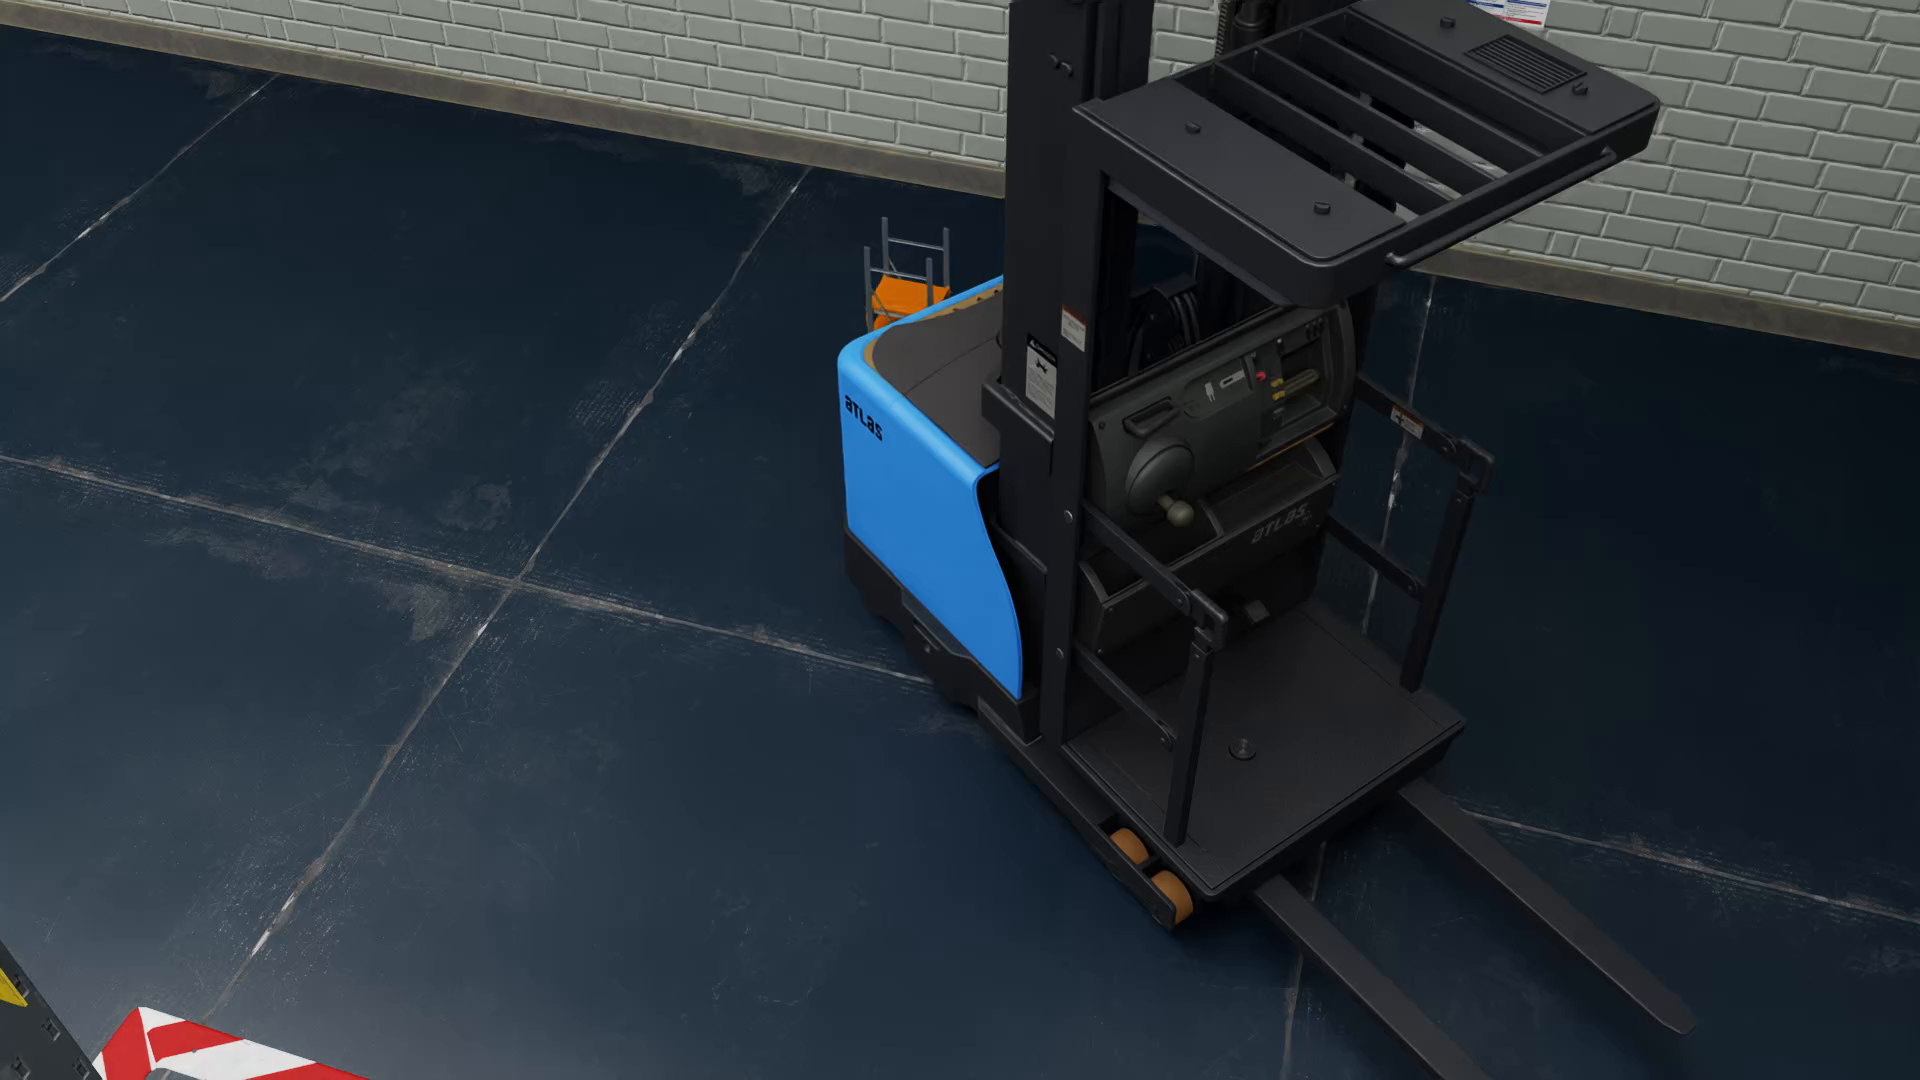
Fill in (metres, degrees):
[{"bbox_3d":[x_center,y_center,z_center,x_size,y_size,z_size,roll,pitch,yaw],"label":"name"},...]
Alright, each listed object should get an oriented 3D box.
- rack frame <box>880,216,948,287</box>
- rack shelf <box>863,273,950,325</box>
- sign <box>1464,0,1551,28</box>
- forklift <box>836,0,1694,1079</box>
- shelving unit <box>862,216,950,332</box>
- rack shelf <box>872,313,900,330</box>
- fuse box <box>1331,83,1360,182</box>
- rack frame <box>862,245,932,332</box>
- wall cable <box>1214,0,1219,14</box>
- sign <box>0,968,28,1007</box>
[{"bbox_3d":[-0.156,-0.649,6.056,0.240,1.200,0.006,12,46,12],"label":"rack frame"},{"bbox_3d":[-0.184,-0.814,5.772,0.258,0.103,0.180,12,46,12],"label":"rack shelf"},{"bbox_3d":[2.160,-2.245,6.467,0.329,0.494,0.001,13,46,13],"label":"sign"},{"bbox_3d":[0.858,-0.276,4.437,1.130,2.935,3.031,-27,51,-25],"label":"forklift"},{"bbox_3d":[-0.184,-0.588,5.993,0.258,1.200,0.189,12,46,12],"label":"shelving unit"},{"bbox_3d":[-0.184,-0.728,5.856,0.258,0.103,0.180,12,46,12],"label":"rack shelf"},{"bbox_3d":[1.627,-1.785,6.850,0.539,1.711,0.414,13,46,13],"label":"fuse box"},{"bbox_3d":[-0.211,-0.527,5.931,0.240,1.200,0.006,12,46,12],"label":"rack frame"},{"bbox_3d":[1.024,-2.858,6.299,0.588,1.984,0.122,13,46,13],"label":"wall cable"},{"bbox_3d":[-1.504,0.602,2.493,0.100,0.325,0.005,13,46,13],"label":"sign"}]
